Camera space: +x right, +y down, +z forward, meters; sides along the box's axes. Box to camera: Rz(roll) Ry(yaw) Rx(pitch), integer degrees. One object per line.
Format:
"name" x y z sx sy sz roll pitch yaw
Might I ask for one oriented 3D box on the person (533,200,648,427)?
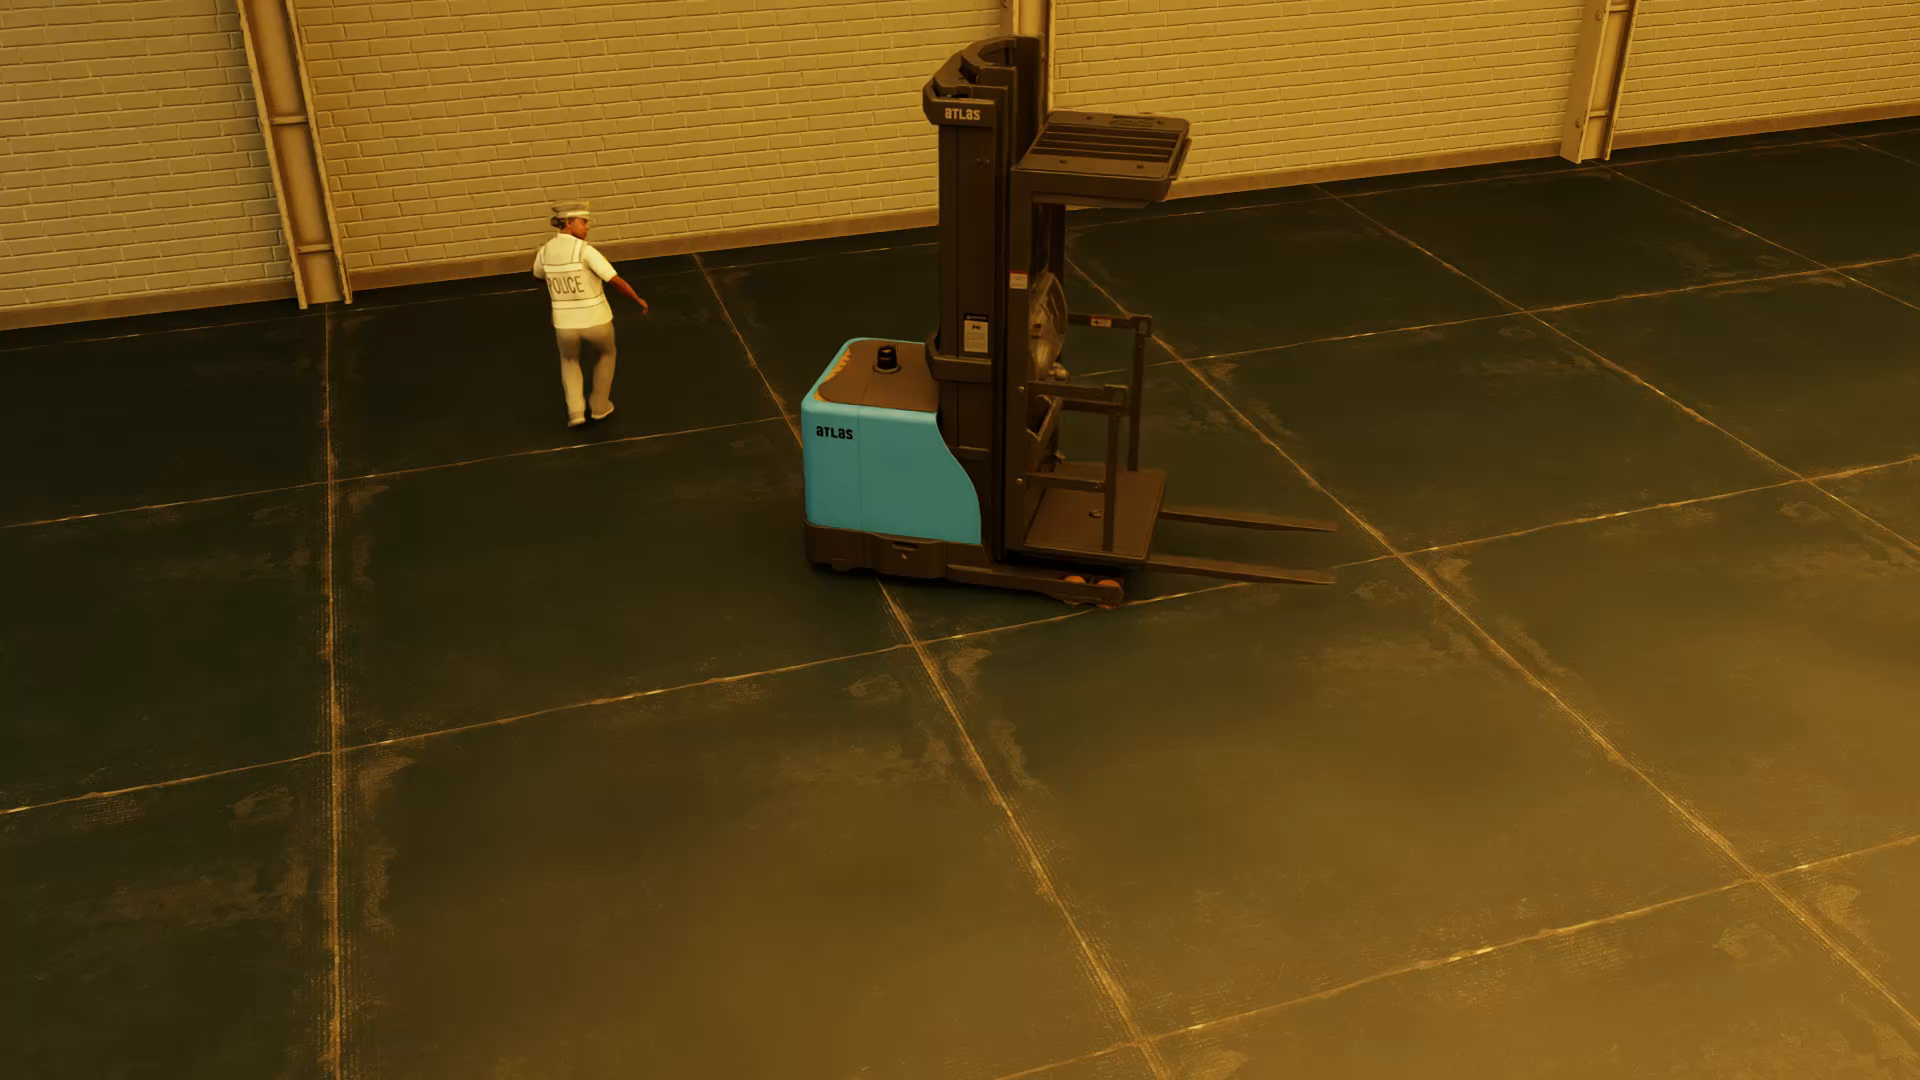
"person" -2.464 -1.528 11.116 0.760 1.564 0.748 3 30 4

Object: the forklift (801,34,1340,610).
"forklift" 0.672 -1.171 9.123 3.031 2.935 1.130 7 31 11
